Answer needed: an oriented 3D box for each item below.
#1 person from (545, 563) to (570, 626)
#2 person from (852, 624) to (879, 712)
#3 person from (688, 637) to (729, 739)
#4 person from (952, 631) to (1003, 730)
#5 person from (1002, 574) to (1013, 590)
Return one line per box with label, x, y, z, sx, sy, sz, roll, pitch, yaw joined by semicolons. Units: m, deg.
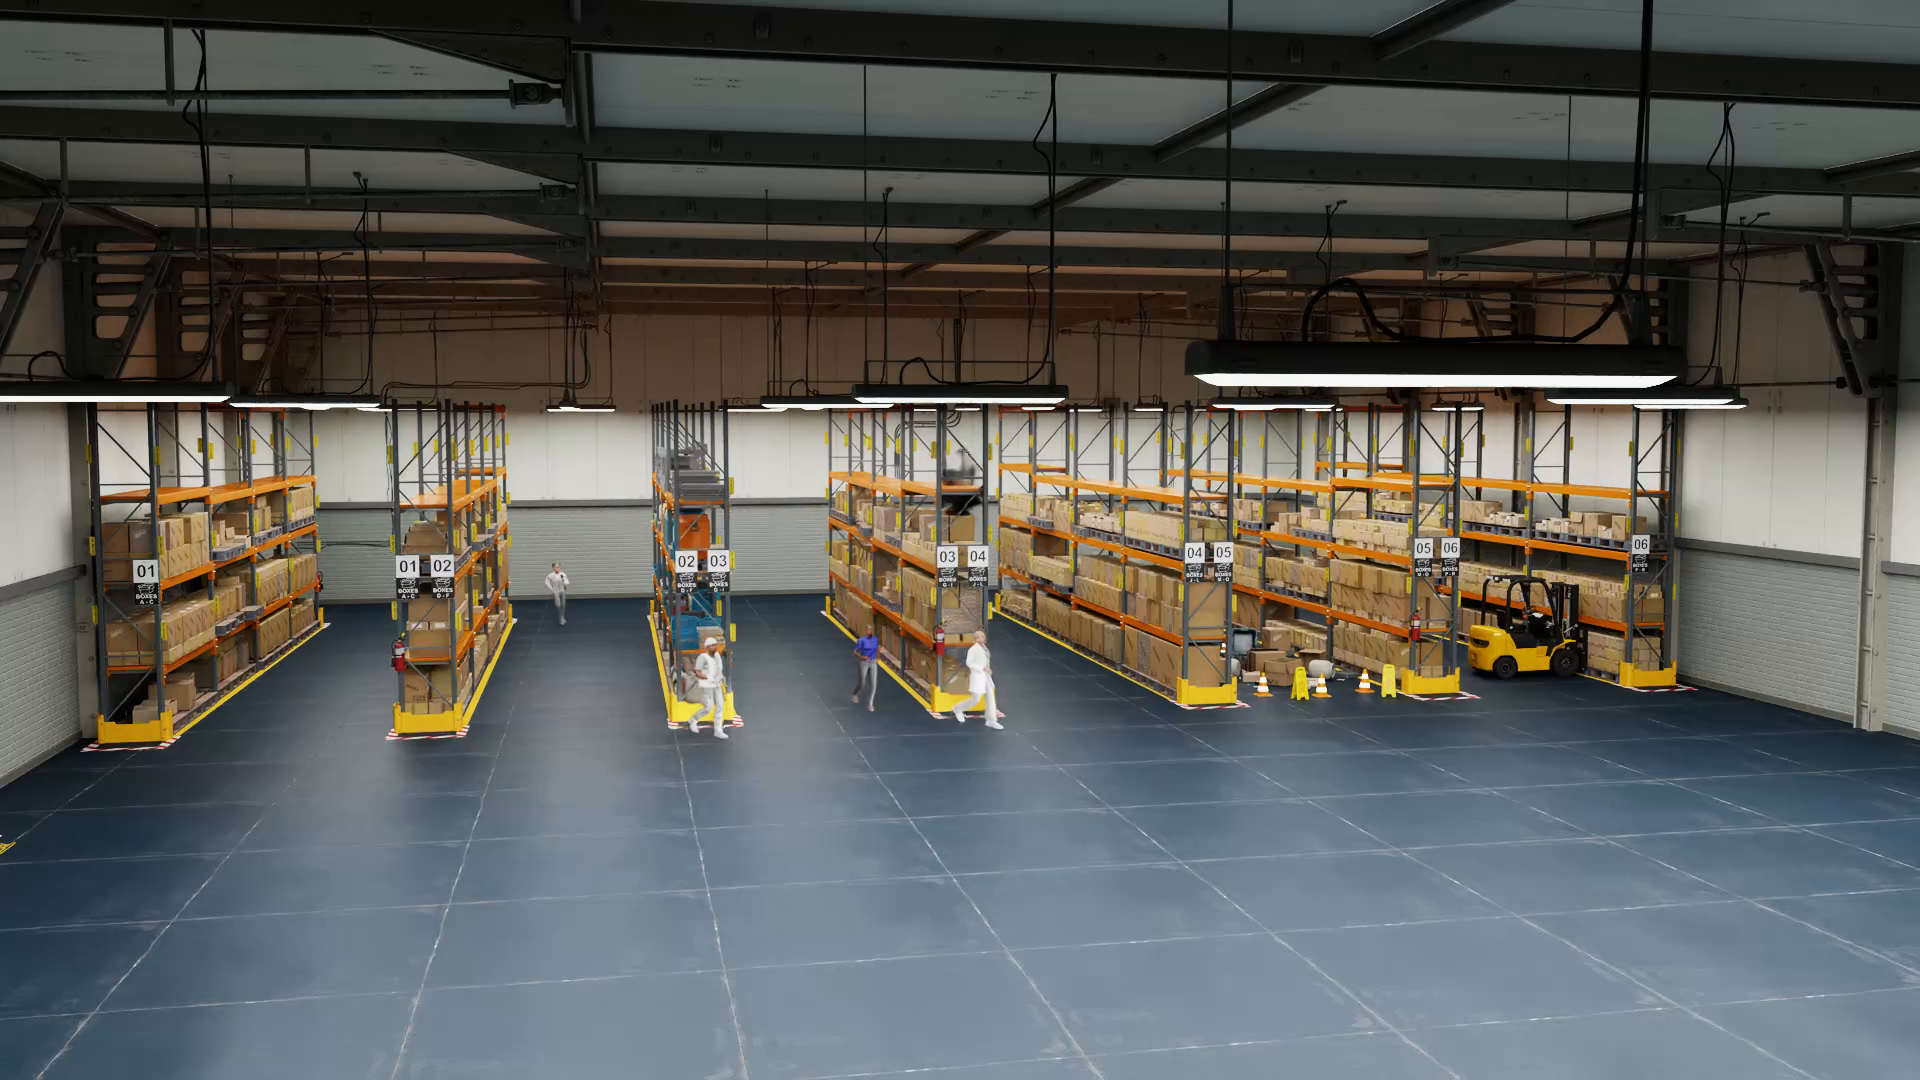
person;-10.959;1.476;45.357;0.611;1.751;0.707;-2;5;-28
person;-1.813;2.468;32.449;0.601;1.669;0.820;-2;5;-25
person;-4.452;2.615;29.529;0.824;1.785;0.708;3;5;32
person;0.350;2.545;30.403;1.050;1.775;0.740;2;5;30
person;1.447;1.098;49.977;0.598;1.697;0.746;0;4;0
